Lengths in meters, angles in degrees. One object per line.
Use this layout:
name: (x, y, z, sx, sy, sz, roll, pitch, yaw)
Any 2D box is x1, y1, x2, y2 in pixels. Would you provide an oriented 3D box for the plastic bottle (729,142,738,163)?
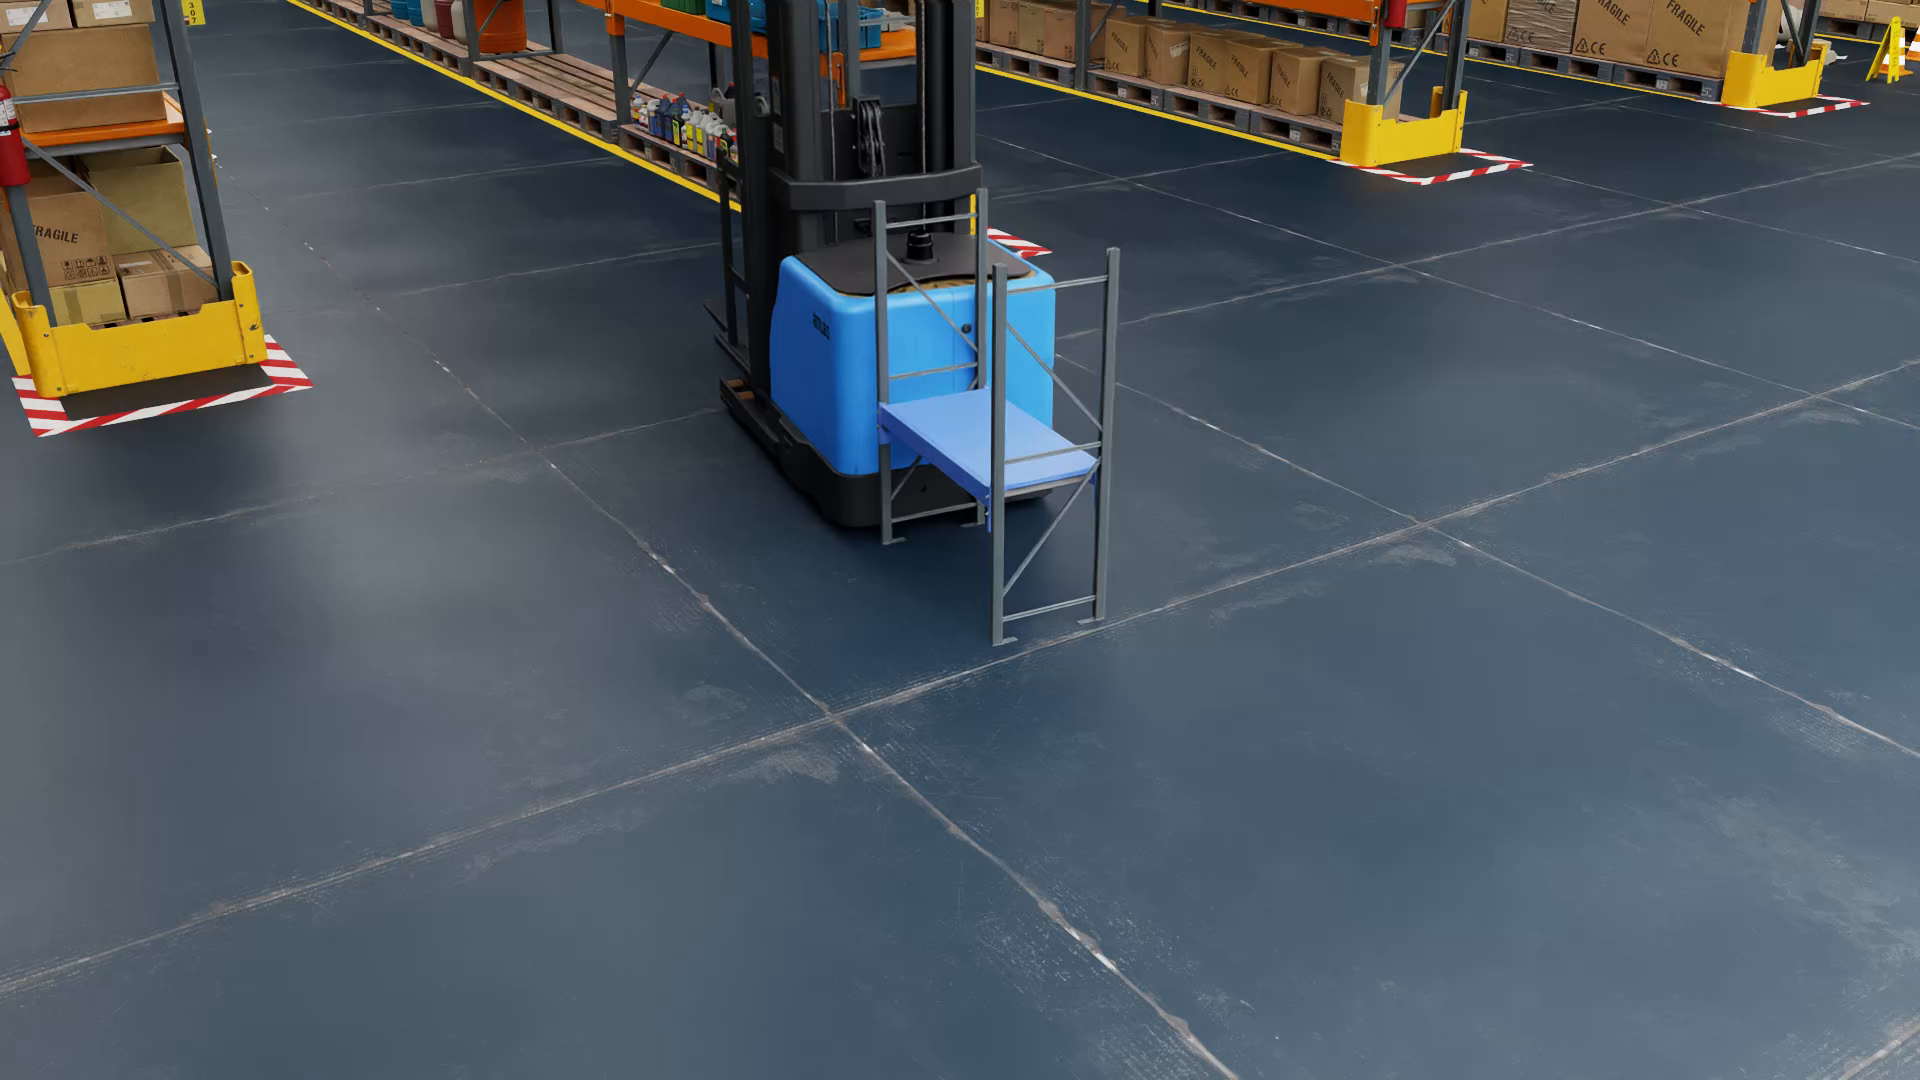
plastic bottle: (-1.715, -2.949, 12.746, 0.097, 0.201, 0.097, 0, 25, 0)

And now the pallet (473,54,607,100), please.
pallet: (-4.322, -4.775, 17.117, 1.003, 0.211, 1.213, -16, 29, -30)

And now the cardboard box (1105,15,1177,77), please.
cardboard box: (1.806, -4.953, 16.664, 0.500, 0.500, 0.500, -17, 30, -31)

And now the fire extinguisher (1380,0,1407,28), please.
fire extinguisher: (3.481, -4.432, 13.214, 0.296, 0.674, 0.183, -16, 29, -30)

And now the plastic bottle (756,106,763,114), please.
plastic bottle: (-1.658, -3.431, 13.670, 0.061, 0.283, 0.133, -16, 29, -30)

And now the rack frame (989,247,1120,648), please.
rack frame: (0.341, -0.318, 6.167, 0.500, 1.500, 0.032, -12, 28, -24)

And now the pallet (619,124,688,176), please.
pallet: (-2.197, -3.380, 14.164, 1.003, 0.211, 1.213, -16, 29, -30)

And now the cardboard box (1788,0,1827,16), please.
cardboard box: (10.613, -6.650, 20.552, 0.500, 0.250, 0.500, -16, 30, -30)

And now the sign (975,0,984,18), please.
sign: (0.118, -3.712, 11.276, 0.100, 0.325, 0.005, -16, 29, -30)

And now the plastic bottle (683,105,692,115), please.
plastic bottle: (-2.255, -3.447, 13.719, 0.097, 0.271, 0.097, 0, 25, 0)

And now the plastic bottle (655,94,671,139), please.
plastic bottle: (-2.436, -3.507, 13.753, 0.144, 0.351, 0.185, -15, 29, -28)

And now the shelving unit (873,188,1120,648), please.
shelving unit: (0.113, -0.512, 6.578, 0.538, 1.500, 1.048, -12, 28, -24)

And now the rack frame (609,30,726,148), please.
rack frame: (-2.529, -4.891, 14.098, 1.000, 3.000, 0.127, -16, 29, -30)

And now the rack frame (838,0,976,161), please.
rack frame: (-0.345, -3.461, 11.067, 1.000, 3.000, 0.127, -16, 29, -30)

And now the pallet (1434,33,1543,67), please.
pallet: (6.182, -5.614, 18.895, 1.003, 0.211, 1.213, -16, 29, -30)

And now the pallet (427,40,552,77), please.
pallet: (-5.178, -5.333, 18.300, 1.003, 0.211, 1.213, -16, 29, -30)

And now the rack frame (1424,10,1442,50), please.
rack frame: (5.832, -7.165, 18.915, 1.000, 3.000, 0.127, -16, 29, -30)

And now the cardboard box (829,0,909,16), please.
cardboard box: (-0.922, -6.957, 20.470, 1.225, 0.875, 0.875, -17, 30, -32)

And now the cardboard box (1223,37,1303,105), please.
cardboard box: (2.797, -4.336, 15.357, 0.500, 0.500, 0.500, -13, 28, -25)

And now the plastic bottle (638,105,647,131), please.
plastic bottle: (-2.666, -3.572, 14.066, 0.097, 0.201, 0.097, 0, 25, 0)

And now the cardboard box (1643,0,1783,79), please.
cardboard box: (7.590, -5.191, 16.729, 0.875, 0.875, 0.875, -15, 29, -29)

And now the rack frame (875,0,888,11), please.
rack frame: (-0.562, -7.476, 19.573, 1.000, 3.000, 0.127, -16, 29, -30)

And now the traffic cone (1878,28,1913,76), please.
traffic cone: (10.048, -5.250, 17.829, 0.336, 0.463, 0.334, -16, 29, -30)

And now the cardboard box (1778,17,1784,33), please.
cardboard box: (9.028, -5.834, 19.018, 0.637, 0.503, 0.797, 7, 26, 15)

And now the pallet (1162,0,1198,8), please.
pallet: (3.223, -7.615, 23.133, 1.003, 0.211, 1.213, -16, 29, -30)

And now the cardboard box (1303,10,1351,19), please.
cardboard box: (4.894, -6.885, 20.464, 1.050, 0.750, 0.750, -16, 29, -30)

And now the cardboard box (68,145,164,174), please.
cardboard box: (-5.162, -2.191, 10.228, 0.500, 0.500, 0.500, -16, 29, -30)

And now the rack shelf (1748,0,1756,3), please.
rack shelf: (6.924, -6.125, 17.553, 1.077, 0.370, 4.000, -16, 29, -30)

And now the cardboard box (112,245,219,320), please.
cardboard box: (-4.604, -1.498, 9.638, 0.500, 0.250, 0.500, -16, 29, -30)

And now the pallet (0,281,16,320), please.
pallet: (-5.612, -1.746, 10.702, 1.003, 0.211, 1.213, -16, 29, -30)

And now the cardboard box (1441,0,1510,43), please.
cardboard box: (6.117, -6.153, 18.768, 0.875, 0.875, 0.875, -15, 29, -29)

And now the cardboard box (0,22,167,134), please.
cardboard box: (-4.741, -2.523, 8.963, 0.700, 0.500, 0.500, -16, 29, -30)

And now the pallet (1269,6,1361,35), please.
pallet: (4.678, -6.600, 20.983, 1.003, 0.211, 1.213, -16, 29, -30)

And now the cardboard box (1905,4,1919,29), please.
cardboard box: (11.428, -6.106, 19.399, 0.500, 0.250, 0.500, -16, 29, -30)

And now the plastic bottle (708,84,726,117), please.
plastic bottle: (-2.056, -3.696, 14.152, 0.144, 0.351, 0.185, -16, 29, -30)

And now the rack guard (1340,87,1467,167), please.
rack guard: (3.763, -3.512, 14.103, 1.175, 0.500, 0.348, -16, 29, -30)

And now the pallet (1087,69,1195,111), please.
pallet: (2.017, -4.553, 16.647, 1.003, 0.211, 1.213, -16, 29, -30)

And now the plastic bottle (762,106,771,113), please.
plastic bottle: (-1.569, -3.452, 13.724, 0.152, 0.276, 0.135, -15, 29, -29)

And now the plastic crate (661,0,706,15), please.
plastic crate: (-2.024, -4.244, 12.975, 0.450, 0.188, 0.662, -16, 29, -30)

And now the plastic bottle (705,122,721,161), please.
plastic bottle: (-1.905, -3.129, 13.039, 0.152, 0.276, 0.135, -16, 30, -31)

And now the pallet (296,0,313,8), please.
pallet: (-8.662, -7.618, 23.141, 1.003, 0.211, 1.213, -16, 29, -30)

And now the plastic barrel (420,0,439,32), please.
plastic barrel: (-5.993, -6.143, 19.171, 0.421, 0.512, 0.421, 0, 25, 0)

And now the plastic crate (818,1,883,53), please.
plastic crate: (-0.869, -3.503, 11.330, 0.499, 0.251, 0.616, -16, 29, -30)

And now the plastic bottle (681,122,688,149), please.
plastic bottle: (-2.198, -3.265, 13.416, 0.097, 0.201, 0.097, 0, 25, 0)

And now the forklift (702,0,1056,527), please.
forklift: (-0.605, -1.983, 8.018, 1.130, 2.935, 3.031, -10, 27, -20)

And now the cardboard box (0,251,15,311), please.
cardboard box: (-5.321, -1.553, 9.755, 0.500, 0.250, 0.500, -16, 29, -30)

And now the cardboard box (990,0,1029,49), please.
cardboard box: (0.754, -5.714, 18.253, 0.700, 0.500, 0.500, -18, 31, -34)

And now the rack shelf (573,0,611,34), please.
rack shelf: (-3.620, -5.281, 15.767, 1.077, 0.370, 4.000, -16, 29, -30)

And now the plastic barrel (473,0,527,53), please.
plastic barrel: (-4.994, -5.702, 17.864, 0.600, 0.830, 0.708, -16, 29, -30)
